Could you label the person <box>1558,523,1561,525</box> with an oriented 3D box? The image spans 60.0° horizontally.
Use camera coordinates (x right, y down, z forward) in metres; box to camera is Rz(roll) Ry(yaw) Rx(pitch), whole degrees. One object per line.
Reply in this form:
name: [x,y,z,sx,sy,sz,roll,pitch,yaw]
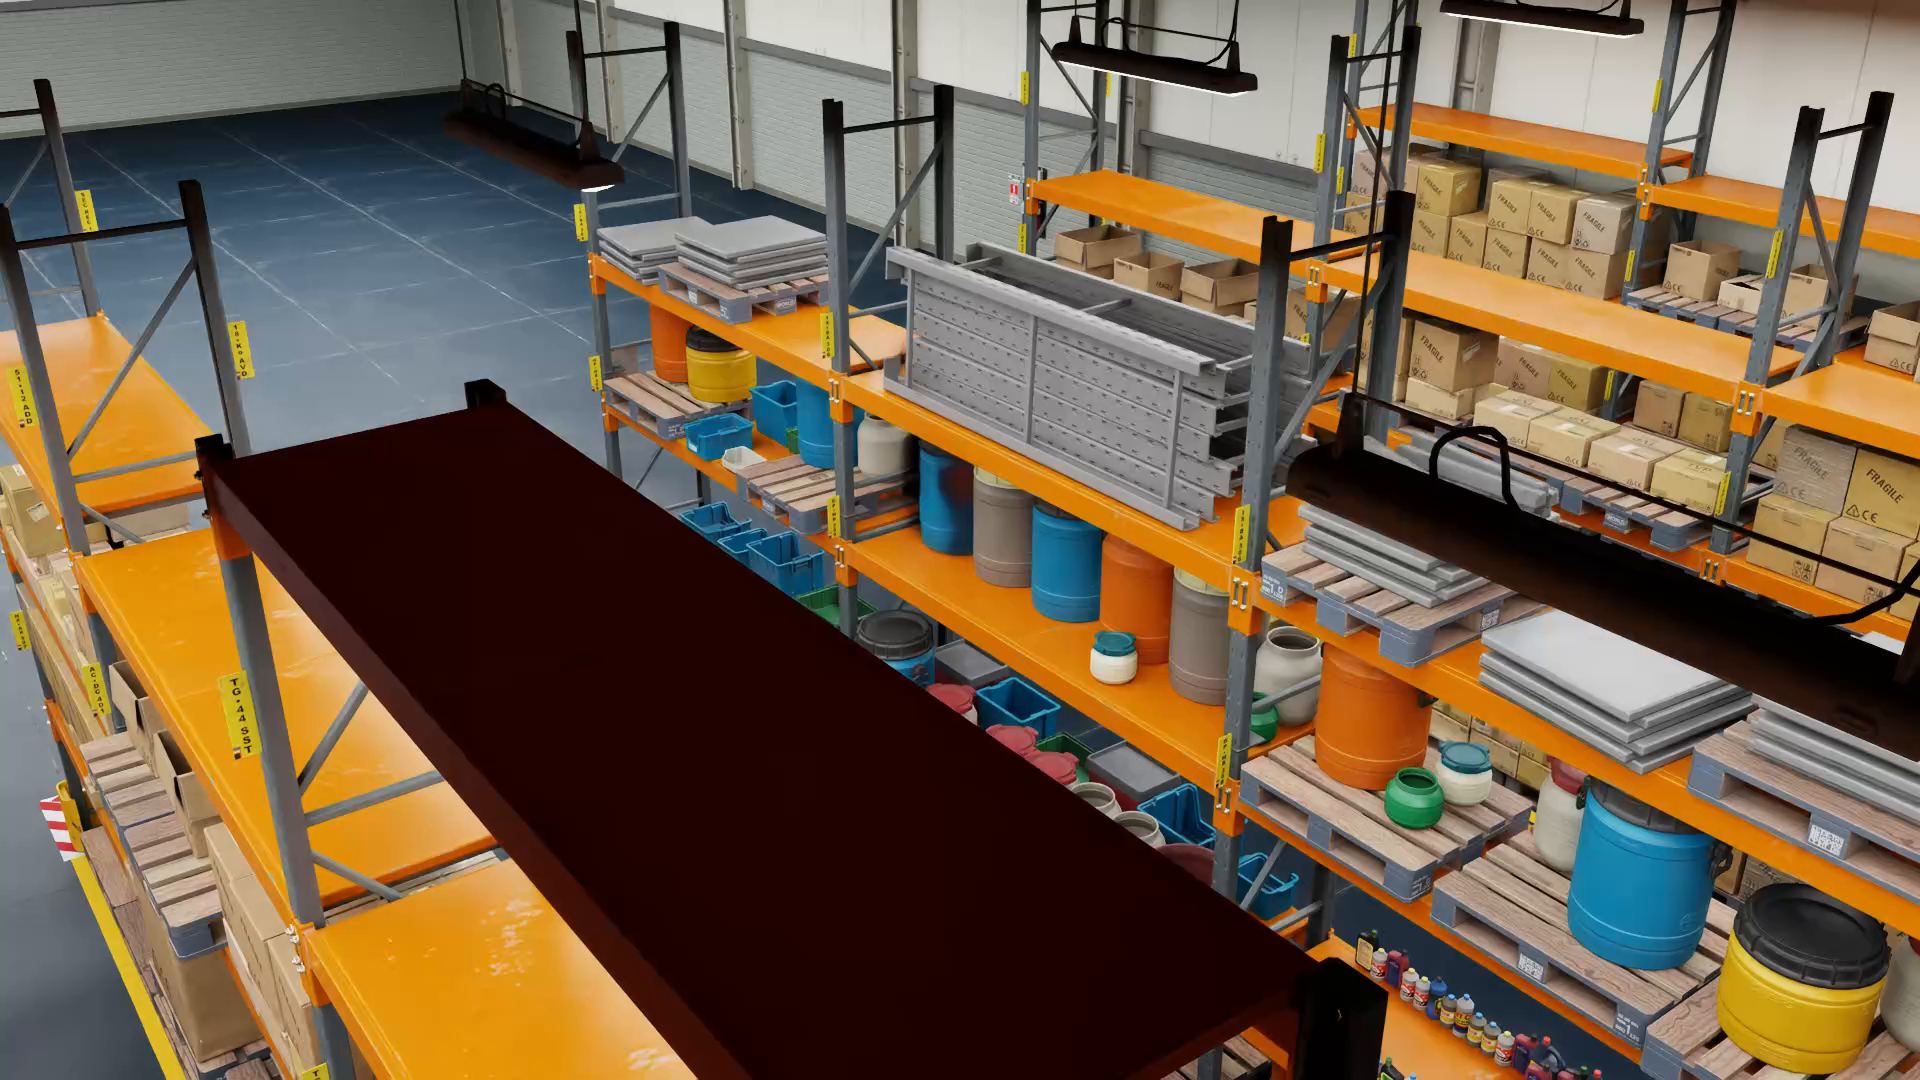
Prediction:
person: [5.553,0.335,16.152,0.447,1.792,0.598,4,25,8]
